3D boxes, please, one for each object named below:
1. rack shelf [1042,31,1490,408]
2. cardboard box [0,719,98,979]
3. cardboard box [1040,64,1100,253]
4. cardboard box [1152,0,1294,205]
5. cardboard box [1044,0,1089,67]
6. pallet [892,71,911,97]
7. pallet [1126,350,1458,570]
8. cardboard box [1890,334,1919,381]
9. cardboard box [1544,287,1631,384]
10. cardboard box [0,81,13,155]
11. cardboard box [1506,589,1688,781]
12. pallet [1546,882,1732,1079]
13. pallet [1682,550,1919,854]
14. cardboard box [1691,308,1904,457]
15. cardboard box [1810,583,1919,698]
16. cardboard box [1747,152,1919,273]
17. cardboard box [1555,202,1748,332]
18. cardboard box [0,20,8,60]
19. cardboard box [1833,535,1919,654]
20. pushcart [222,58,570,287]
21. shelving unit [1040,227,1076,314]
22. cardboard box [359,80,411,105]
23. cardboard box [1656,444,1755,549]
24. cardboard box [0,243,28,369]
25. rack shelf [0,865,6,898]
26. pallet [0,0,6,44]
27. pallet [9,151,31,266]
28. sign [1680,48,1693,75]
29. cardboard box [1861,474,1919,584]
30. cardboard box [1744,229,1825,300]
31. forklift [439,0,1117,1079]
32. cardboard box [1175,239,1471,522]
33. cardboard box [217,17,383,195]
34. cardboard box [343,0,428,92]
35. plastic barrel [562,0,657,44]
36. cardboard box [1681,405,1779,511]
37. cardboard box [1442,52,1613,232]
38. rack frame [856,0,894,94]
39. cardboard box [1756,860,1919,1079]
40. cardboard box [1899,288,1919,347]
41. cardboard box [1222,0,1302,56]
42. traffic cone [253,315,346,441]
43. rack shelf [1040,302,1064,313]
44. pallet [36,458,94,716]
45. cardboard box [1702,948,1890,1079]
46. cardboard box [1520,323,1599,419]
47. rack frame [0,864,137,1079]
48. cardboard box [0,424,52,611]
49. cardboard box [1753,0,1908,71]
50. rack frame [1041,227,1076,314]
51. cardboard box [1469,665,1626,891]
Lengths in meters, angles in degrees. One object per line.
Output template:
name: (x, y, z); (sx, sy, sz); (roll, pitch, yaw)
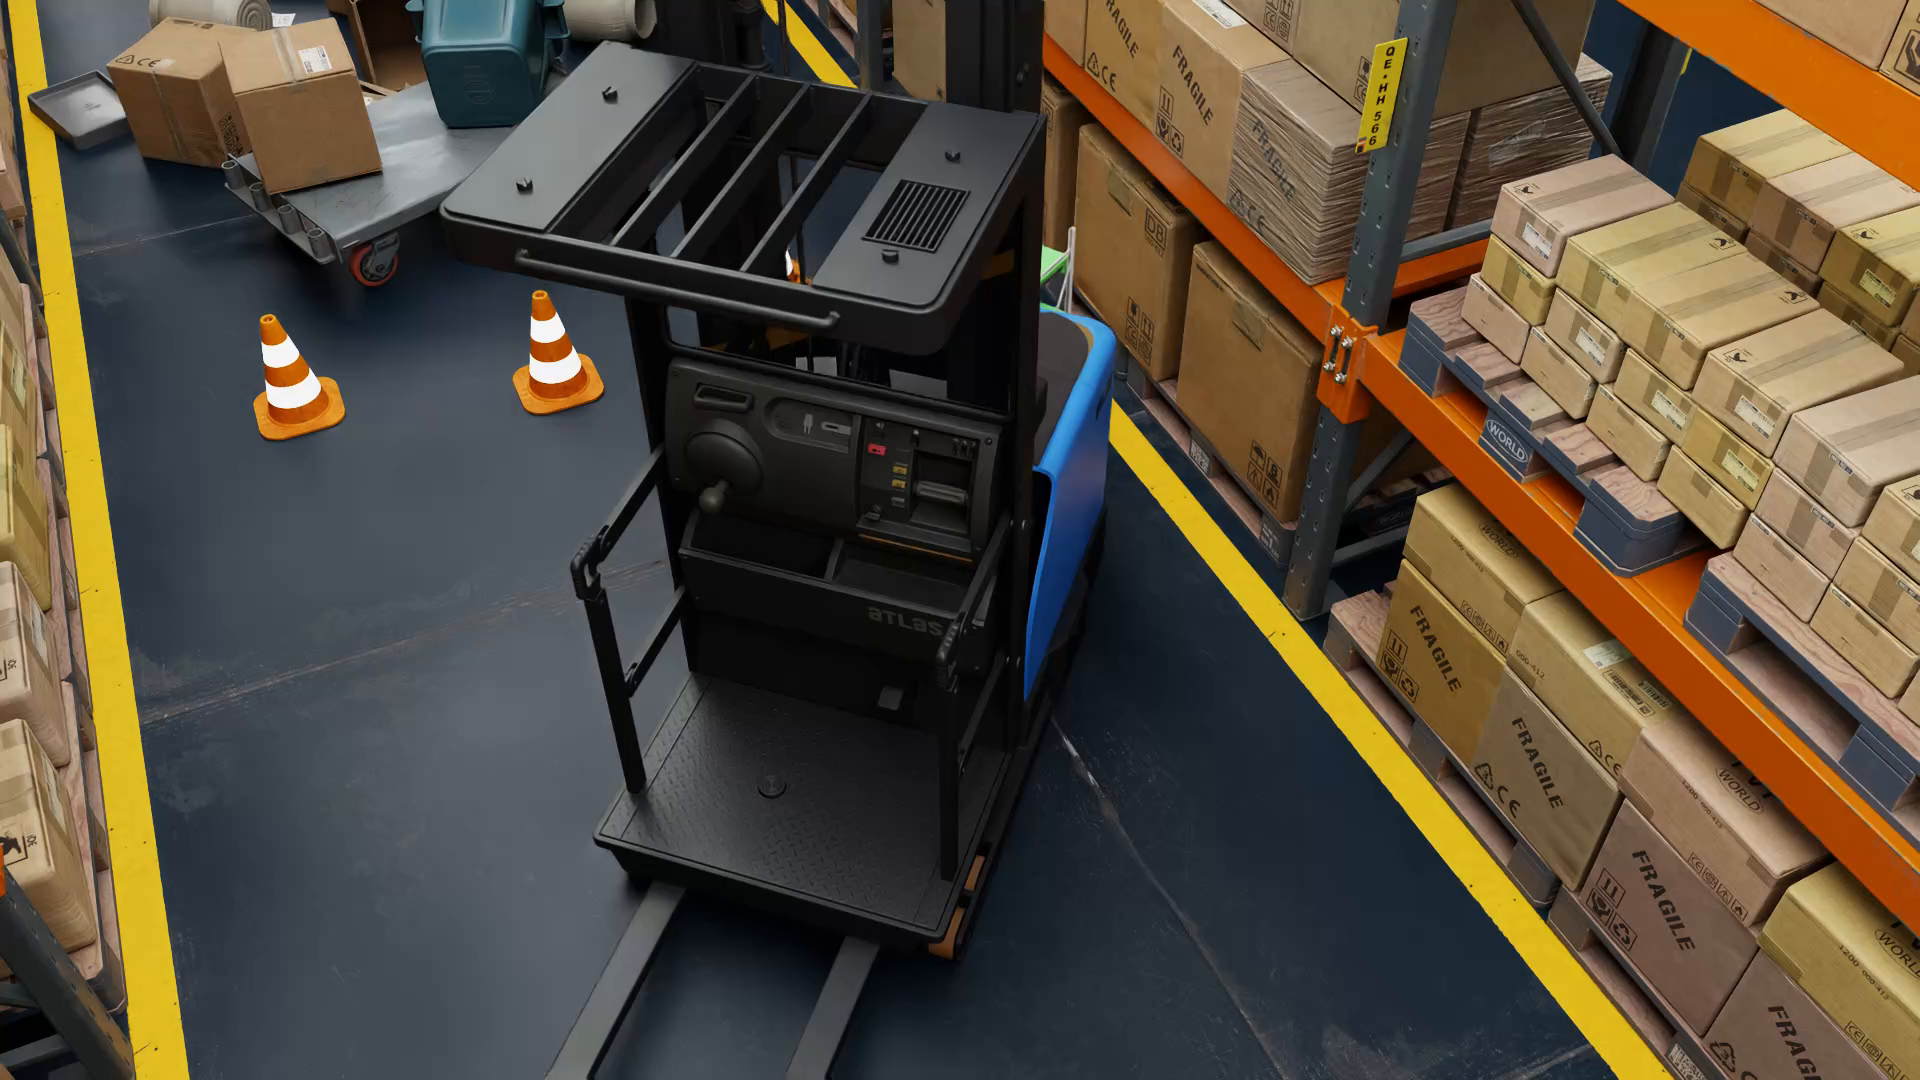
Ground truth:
rack shelf: (0.802, -1.973, 6.626); (1.077, 0.370, 4.000); (-18, 47, -17)
cardboard box: (-3.034, 0.995, 4.678); (0.950, 0.372, 0.625); (-21, 48, -20)
cardboard box: (0.706, -1.867, 7.310); (1.050, 0.750, 0.750); (-18, 47, -17)
cardboard box: (1.002, -1.516, 5.580); (0.500, 0.500, 0.500); (-18, 47, -17)
cardboard box: (0.572, -2.160, 6.232); (0.500, 0.500, 0.500); (-17, 47, -17)
pallet: (0.354, -2.041, 8.169); (1.003, 0.211, 1.213); (-18, 47, -17)
pallet: (1.380, -0.487, 6.593); (1.003, 0.211, 1.213); (-18, 47, -17)
cardboard box: (2.596, -0.444, 4.232); (0.380, 0.149, 0.250); (-18, 47, -17)
cardboard box: (1.780, -0.581, 4.371); (0.380, 0.149, 0.250); (-16, 47, -16)
cardboard box: (-4.725, -1.941, 7.740); (0.500, 0.250, 0.500); (-16, 47, -15)
cardboard box: (1.927, 0.353, 4.704); (0.500, 0.250, 0.500); (-19, 48, -18)
pallet: (2.480, 1.313, 4.769); (1.003, 0.211, 1.213); (-18, 47, -17)
pallet: (2.513, 0.363, 3.883); (1.003, 0.211, 1.213); (-18, 47, -17)
cardboard box: (1.987, -0.378, 3.953); (0.380, 0.149, 0.250); (-20, 48, -19)
cardboard box: (2.208, 0.175, 3.817); (0.380, 0.149, 0.250); (-17, 47, -17)
cardboard box: (2.369, -0.889, 4.471); (0.380, 0.149, 0.250); (-19, 48, -18)
cardboard box: (1.777, -0.704, 4.284); (0.380, 0.149, 0.250); (-19, 48, -18)
cardboard box: (-5.149, -2.597, 8.405); (0.500, 0.250, 0.500); (-20, 48, -19)
cardboard box: (2.207, 0.067, 3.714); (0.380, 0.149, 0.250); (-18, 48, -18)
pushcart: (-2.440, -1.749, 7.754); (1.648, 0.377, 0.936); (-35, 54, -30)
shelving unit: (0.116, -0.655, 6.060); (0.503, 1.200, 0.258); (26, 50, 24)
cardboard box: (-2.882, -2.157, 8.247); (0.396, 0.266, 0.258); (18, 47, 18)
cardboard box: (1.990, -0.155, 4.152); (0.380, 0.149, 0.250); (-16, 47, -16)
cardboard box: (-4.264, -0.858, 6.556); (0.950, 0.372, 0.625); (-17, 47, -17)
rack shelf: (-1.964, 2.102, 2.496); (1.077, 0.370, 4.000); (-18, 47, -17)
pallet: (-5.828, -2.957, 9.097); (1.003, 0.211, 1.213); (-18, 47, -17)
pallet: (-4.802, -1.402, 7.521); (1.003, 0.211, 1.213); (-18, 47, -17)
sign: (2.132, -1.505, 4.871); (0.100, 0.325, 0.005); (-18, 47, -17)
cardboard box: (2.216, -0.038, 3.609); (0.380, 0.149, 0.250); (-17, 47, -16)
cardboard box: (2.378, -0.771, 4.563); (0.380, 0.149, 0.250); (-16, 47, -16)
forklift: (-0.417, -0.118, 4.282); (1.130, 2.935, 3.031); (13, 46, 13)
cardboard box: (1.469, -0.718, 6.145); (1.050, 0.750, 0.750); (-19, 48, -18)
cardboard box: (-2.885, -1.902, 7.282); (0.500, 0.500, 0.500); (-18, 47, -17)
cardboard box: (-2.733, -2.721, 8.553); (0.797, 0.637, 0.503); (-18, 47, -17)
plastic barrel: (-1.907, -2.856, 8.843); (0.512, 0.421, 0.421); (11, 46, 11)
cardboard box: (2.002, -0.251, 4.037); (0.380, 0.149, 0.250); (-18, 47, -17)
cardboard box: (1.699, -1.356, 5.417); (0.500, 0.500, 0.500); (-18, 47, -17)
rack frame: (-0.039, -3.504, 7.665); (1.000, 3.000, 0.127); (-18, 47, -17)
cardboard box: (2.343, 1.004, 4.044); (0.500, 0.250, 0.500); (-20, 48, -19)
cardboard box: (2.595, -0.553, 4.131); (0.380, 0.149, 0.250); (-17, 47, -16)
cardboard box: (1.250, -1.957, 5.315); (0.700, 0.500, 0.500); (-19, 48, -18)
traffic cone: (-2.696, -0.698, 6.627); (0.336, 0.463, 0.334); (-18, 47, -17)
rack shelf: (0.116, -0.781, 5.936); (0.480, 0.148, 0.258); (26, 50, 24)
pallet: (-3.642, 0.290, 5.806); (1.003, 0.211, 1.213); (-18, 47, -17)
cardboard box: (2.358, 1.282, 4.295); (0.500, 0.500, 0.500); (-19, 48, -18)
cardboard box: (1.761, -0.499, 4.500); (0.380, 0.149, 0.250); (-16, 47, -15)
rack frame: (-2.805, 0.572, 3.535); (1.000, 3.000, 0.127); (-18, 47, -17)
cardboard box: (-3.665, 0.042, 5.644); (0.950, 0.372, 0.625); (-17, 47, -16)
cardboard box: (1.859, -1.299, 3.224); (0.500, 0.500, 0.500); (-18, 47, -17)
rack frame: (0.317, -0.559, 5.962); (0.015, 1.200, 0.240); (26, 50, 24)
cardboard box: (1.924, 0.631, 4.955); (0.500, 0.500, 0.500); (-17, 47, -17)
